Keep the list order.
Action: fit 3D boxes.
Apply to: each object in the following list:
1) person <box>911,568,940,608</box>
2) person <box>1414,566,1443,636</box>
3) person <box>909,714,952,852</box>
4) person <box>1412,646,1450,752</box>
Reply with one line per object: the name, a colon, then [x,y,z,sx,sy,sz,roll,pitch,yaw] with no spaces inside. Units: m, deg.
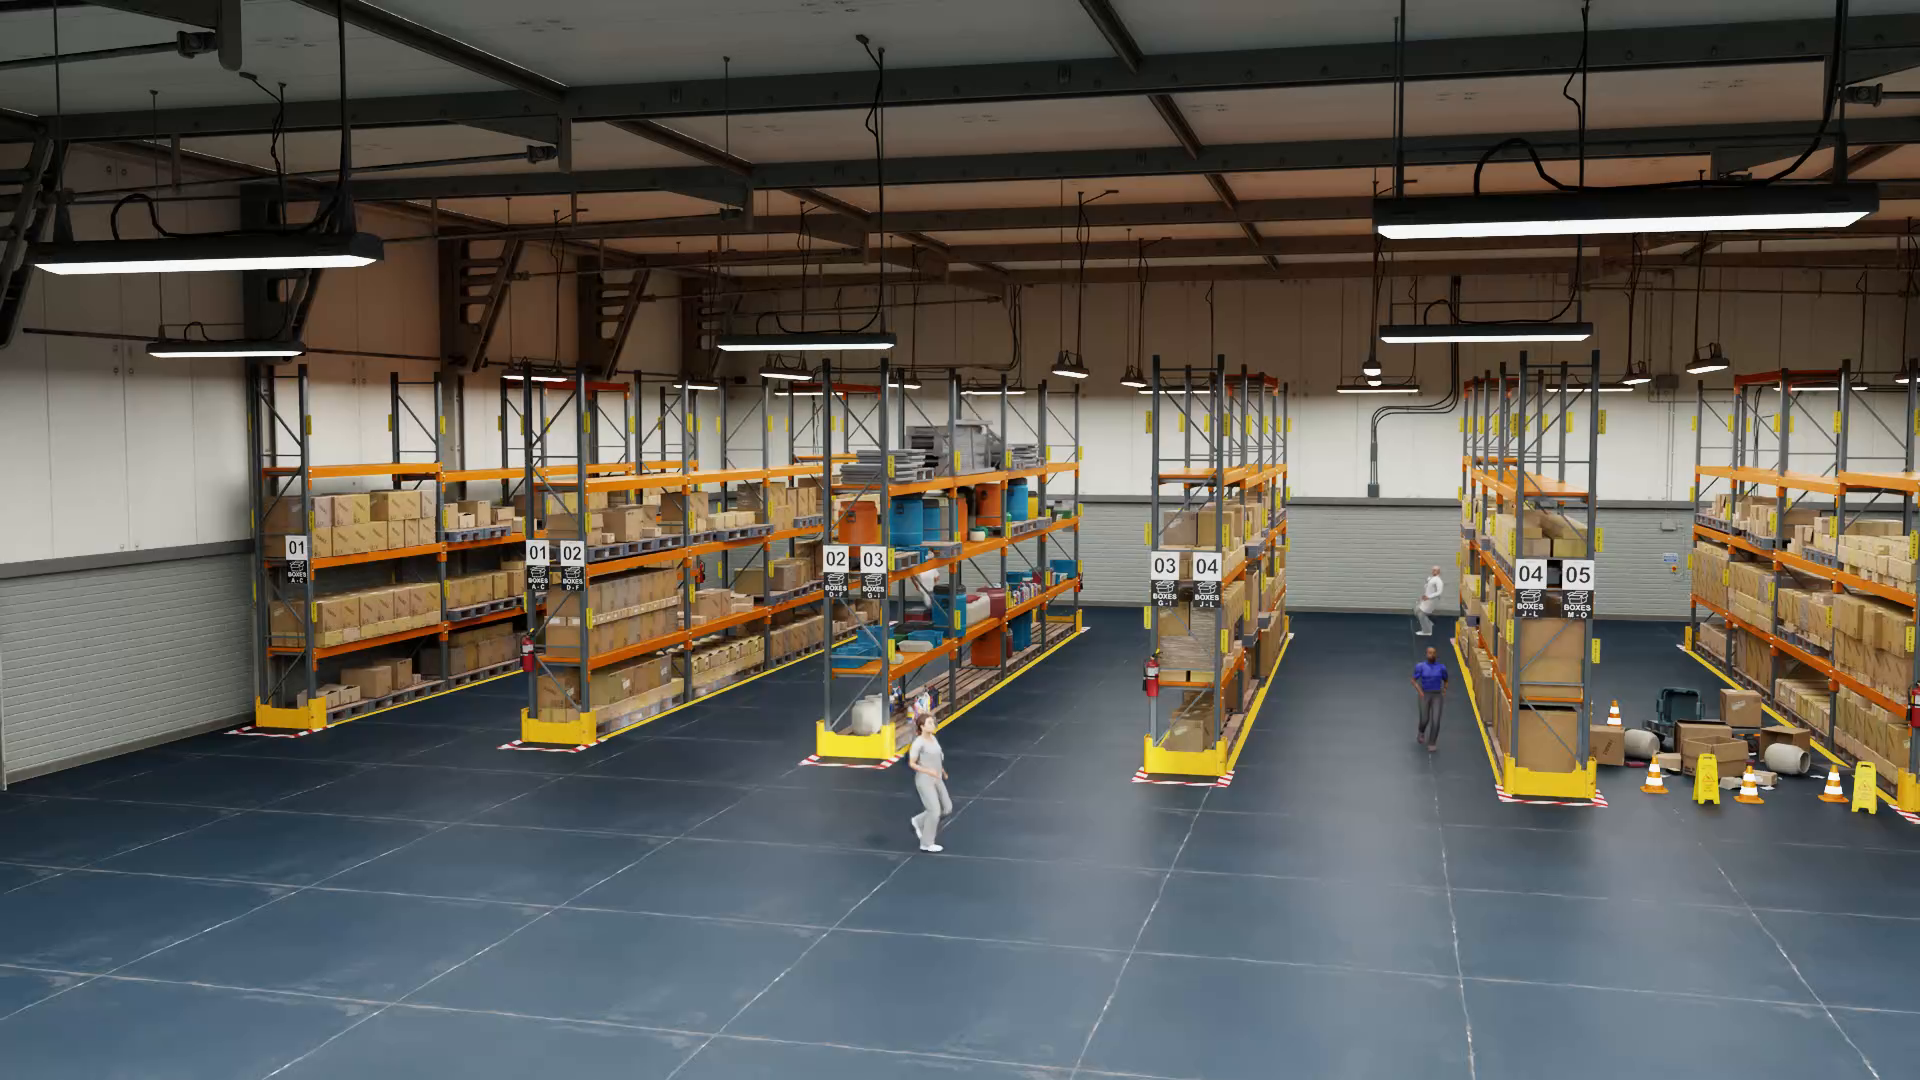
person: [-0.828,1.281,41.417,0.693,1.784,0.704,-2,4,-24]
person: [11.065,1.541,39.341,0.553,1.488,0.776,0,4,0]
person: [-0.351,2.842,19.510,0.531,1.619,0.561,3,5,36]
person: [7.256,2.434,25.601,0.573,1.604,0.580,1,4,7]
